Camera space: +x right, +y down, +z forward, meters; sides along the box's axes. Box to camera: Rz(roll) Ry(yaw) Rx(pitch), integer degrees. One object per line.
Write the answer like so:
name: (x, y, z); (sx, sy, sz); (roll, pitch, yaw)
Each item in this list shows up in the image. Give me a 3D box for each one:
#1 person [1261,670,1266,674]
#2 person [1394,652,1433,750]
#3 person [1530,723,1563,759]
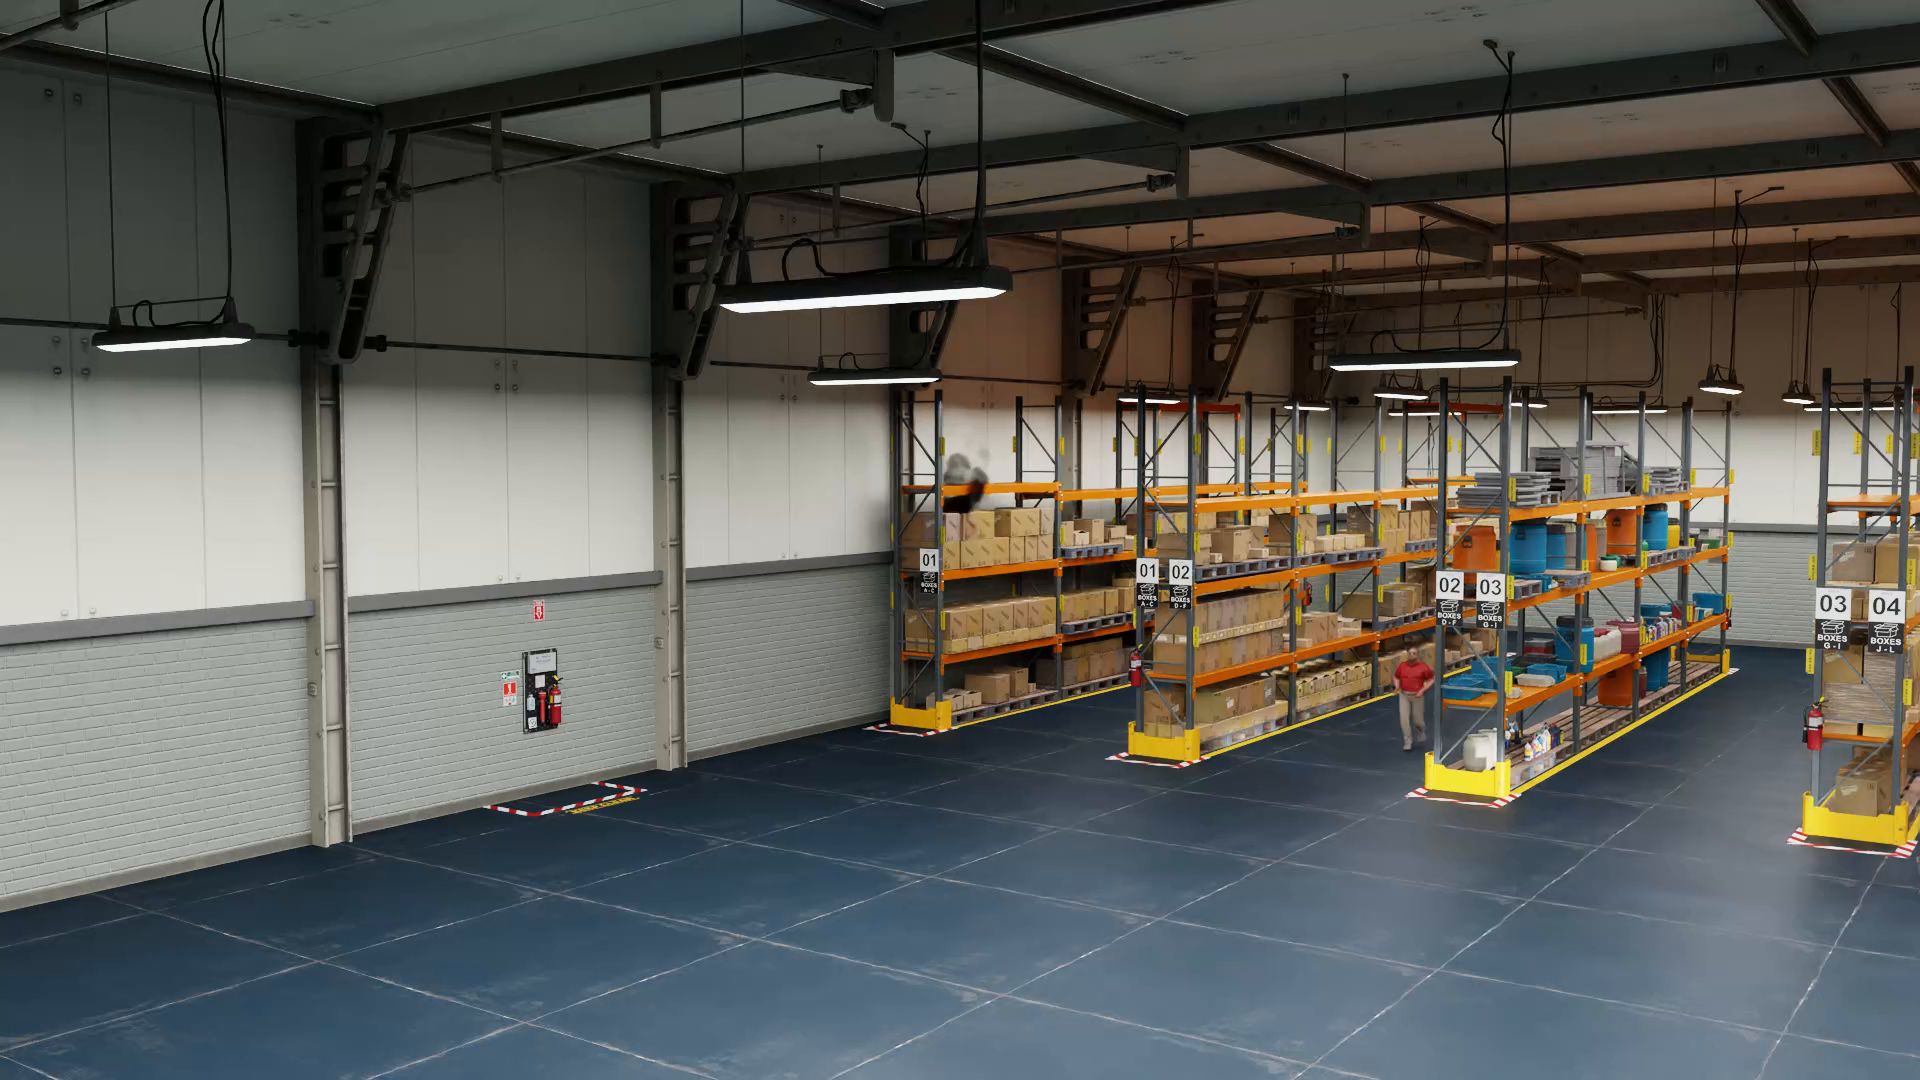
person: (6.319, 2.227, 34.866); (0.581, 1.675, 0.692); (2, 4, 35)
person: (16.799, 2.527, 29.601); (15.182, 1.611, 13.008); (2, 4, 28)
person: (13.350, 1.531, 31.738); (21.680, 3.371, 15.623); (2, 4, 36)
